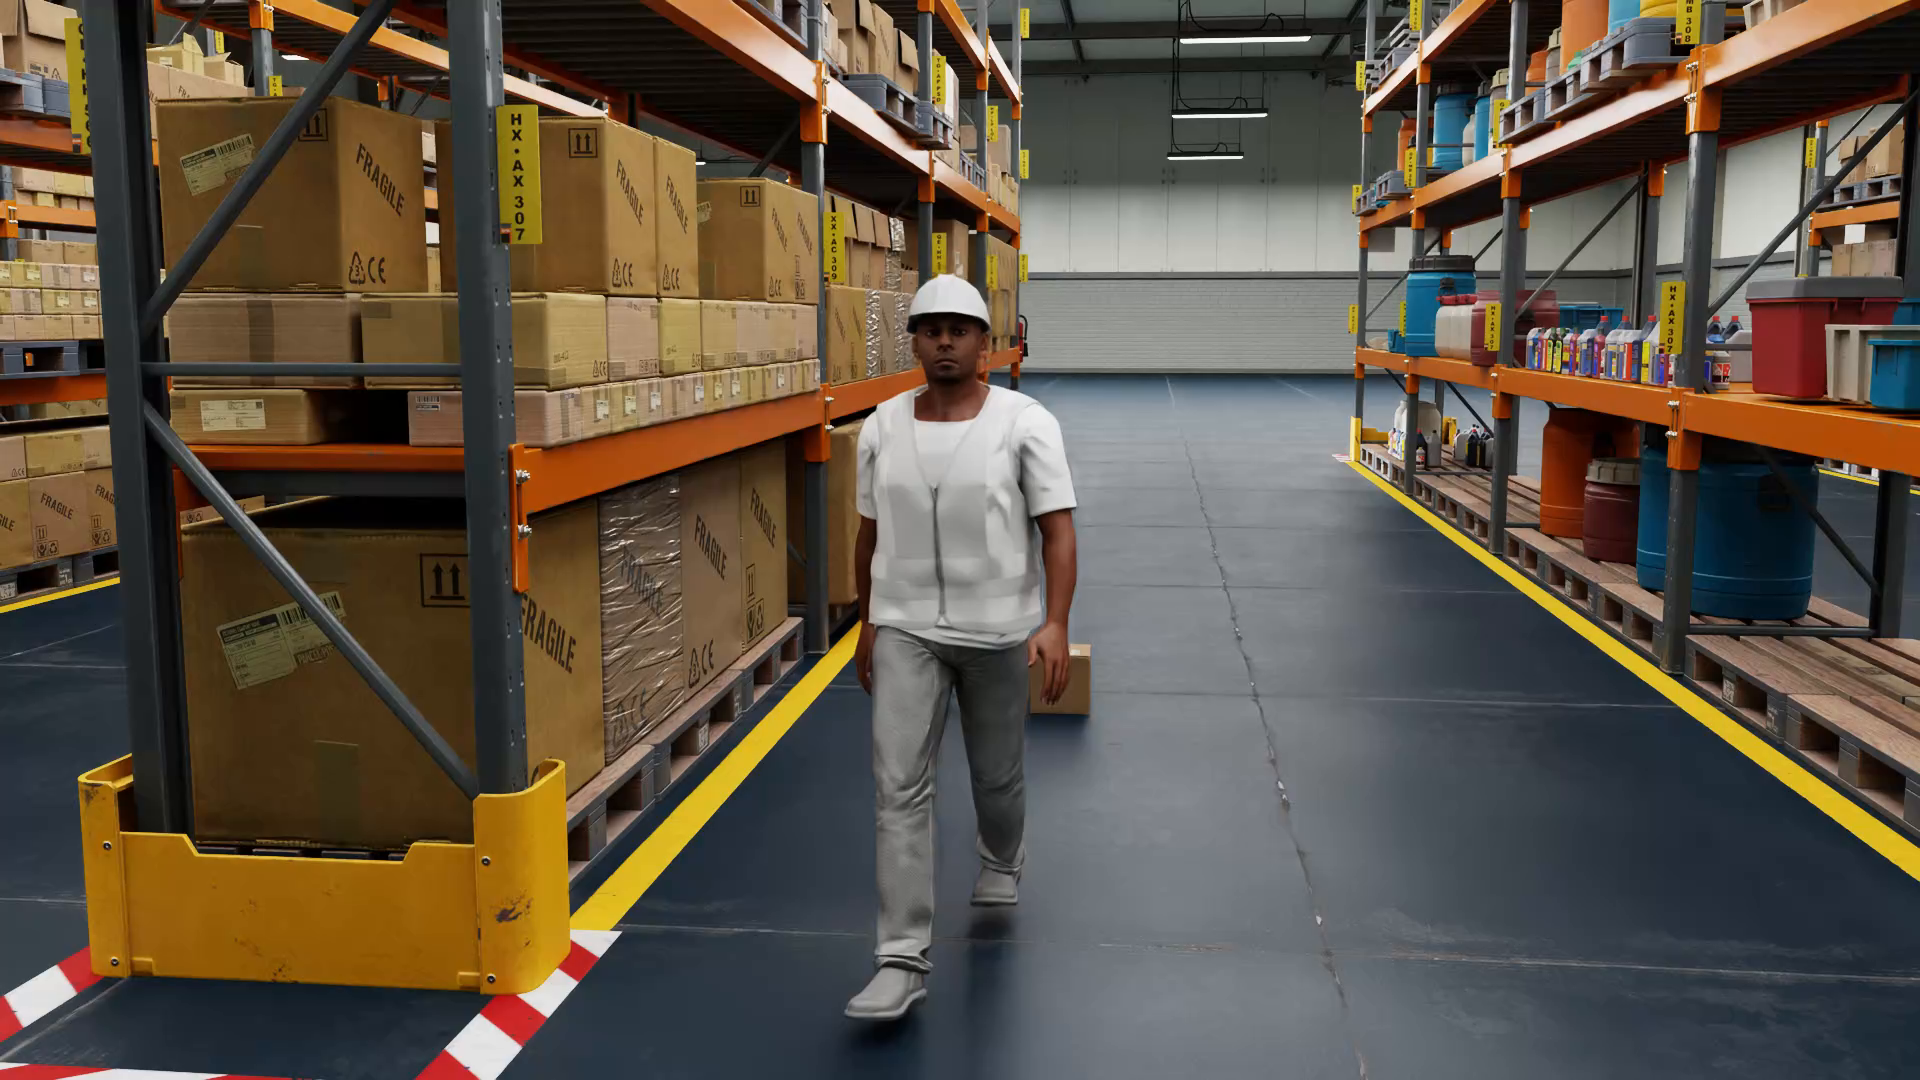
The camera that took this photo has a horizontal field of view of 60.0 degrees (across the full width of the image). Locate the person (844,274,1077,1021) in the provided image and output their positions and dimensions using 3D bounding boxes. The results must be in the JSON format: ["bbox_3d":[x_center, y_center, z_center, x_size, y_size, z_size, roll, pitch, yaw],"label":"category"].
[{"bbox_3d":[-0.010,0.217,4.086,0.598,1.722,1.039,1,8,10],"label":"person"}]
